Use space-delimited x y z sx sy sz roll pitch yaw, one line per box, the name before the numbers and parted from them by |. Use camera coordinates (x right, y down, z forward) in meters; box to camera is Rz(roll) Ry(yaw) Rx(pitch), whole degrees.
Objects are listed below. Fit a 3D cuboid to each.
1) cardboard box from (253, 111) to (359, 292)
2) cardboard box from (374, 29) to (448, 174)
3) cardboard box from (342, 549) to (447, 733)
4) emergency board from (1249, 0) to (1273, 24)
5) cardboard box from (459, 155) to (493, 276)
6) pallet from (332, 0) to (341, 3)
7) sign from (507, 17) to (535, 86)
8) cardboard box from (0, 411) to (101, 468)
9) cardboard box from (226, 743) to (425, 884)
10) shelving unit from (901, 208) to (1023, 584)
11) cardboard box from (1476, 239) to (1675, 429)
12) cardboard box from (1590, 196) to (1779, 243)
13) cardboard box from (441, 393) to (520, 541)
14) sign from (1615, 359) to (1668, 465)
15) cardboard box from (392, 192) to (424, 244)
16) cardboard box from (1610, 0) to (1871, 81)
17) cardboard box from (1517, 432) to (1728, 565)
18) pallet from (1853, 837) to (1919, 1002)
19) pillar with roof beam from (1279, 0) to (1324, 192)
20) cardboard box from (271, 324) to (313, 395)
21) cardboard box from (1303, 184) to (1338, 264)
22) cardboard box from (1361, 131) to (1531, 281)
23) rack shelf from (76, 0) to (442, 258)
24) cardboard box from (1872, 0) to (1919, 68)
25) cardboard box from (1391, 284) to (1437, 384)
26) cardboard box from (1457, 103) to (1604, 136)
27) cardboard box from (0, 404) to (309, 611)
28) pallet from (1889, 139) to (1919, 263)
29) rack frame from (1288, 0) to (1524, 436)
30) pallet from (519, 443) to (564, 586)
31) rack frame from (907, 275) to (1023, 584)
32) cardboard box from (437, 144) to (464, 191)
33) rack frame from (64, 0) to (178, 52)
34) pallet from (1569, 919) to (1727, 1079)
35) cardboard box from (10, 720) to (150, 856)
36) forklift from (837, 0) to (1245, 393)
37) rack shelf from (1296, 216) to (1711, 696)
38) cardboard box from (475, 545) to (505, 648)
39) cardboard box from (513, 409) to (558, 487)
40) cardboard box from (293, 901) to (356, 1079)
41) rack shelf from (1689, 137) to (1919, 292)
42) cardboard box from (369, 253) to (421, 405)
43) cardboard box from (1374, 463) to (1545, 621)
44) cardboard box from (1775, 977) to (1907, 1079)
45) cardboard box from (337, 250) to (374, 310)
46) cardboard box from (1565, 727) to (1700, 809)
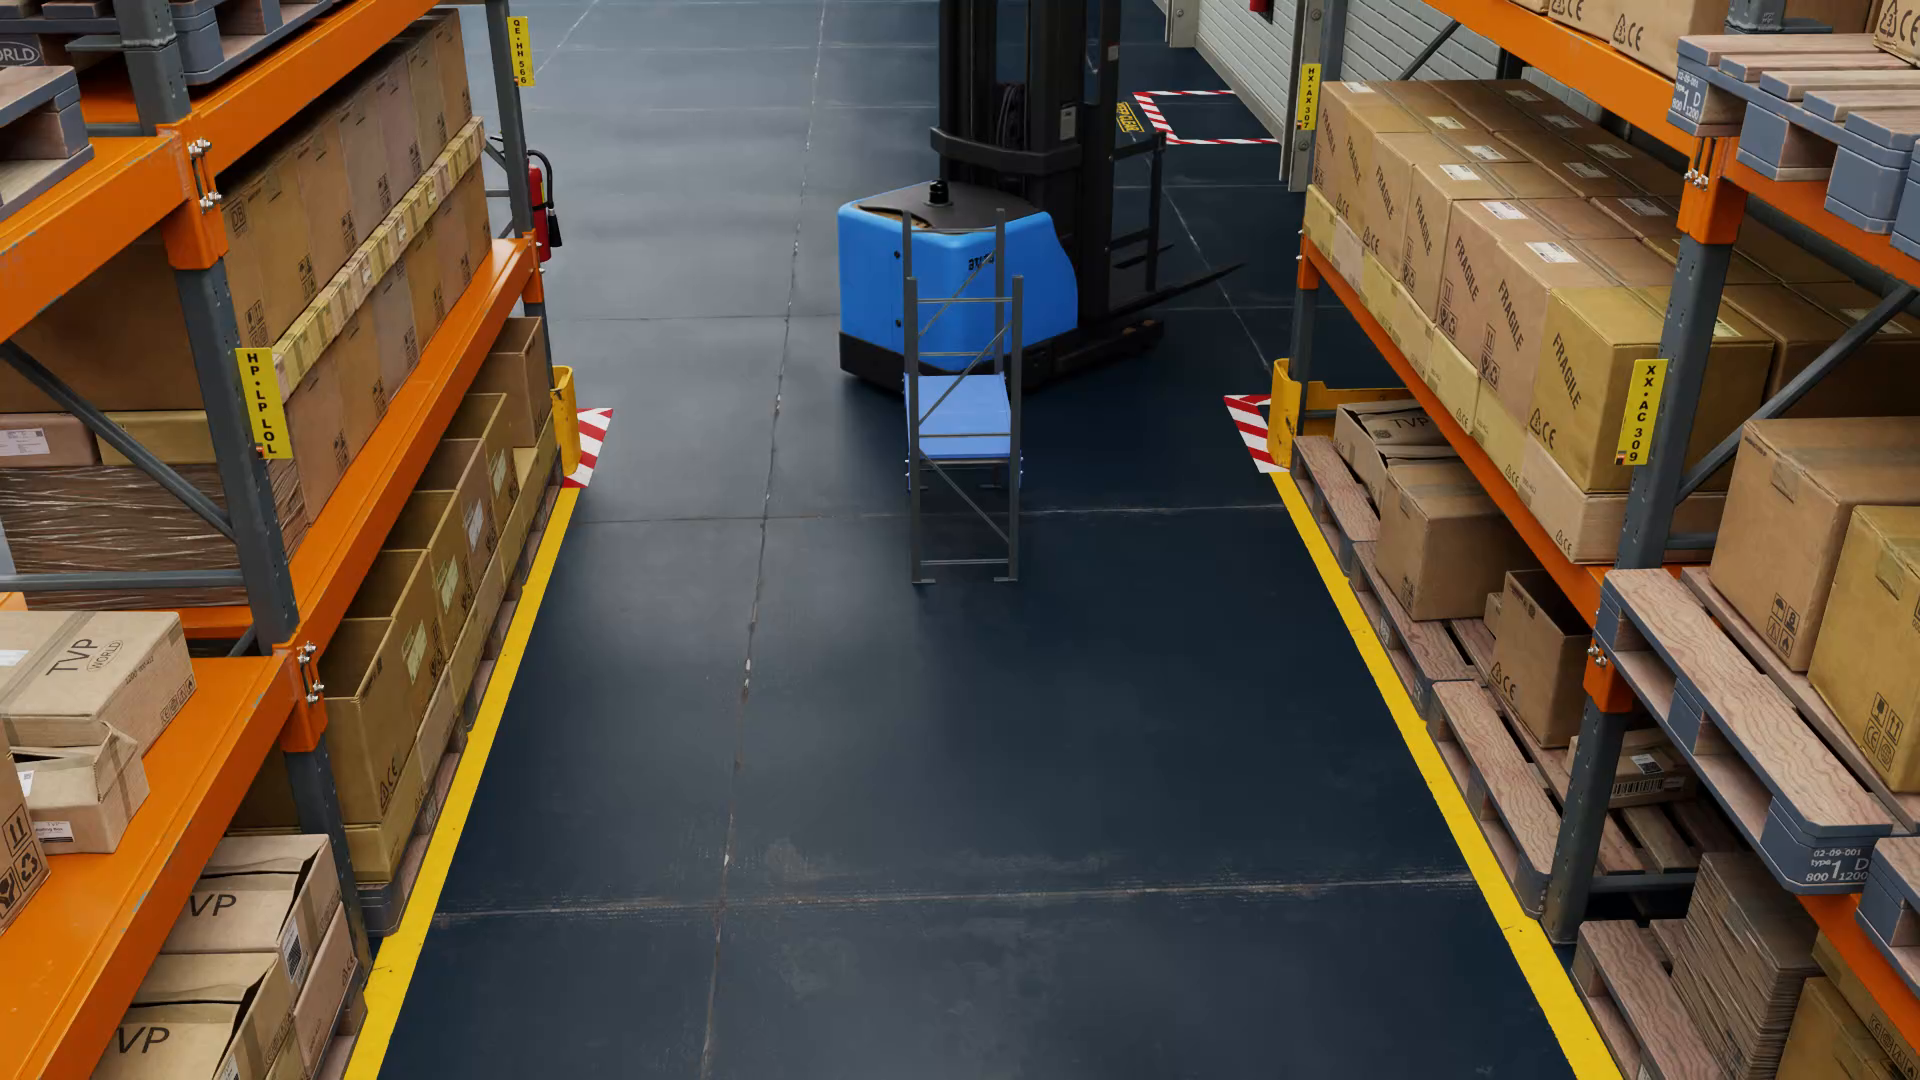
cardboard box | -2.532 -1.165 5.729 0.700 0.500 0.500 -1 28 -3
cardboard box | -2.611 -1.860 7.061 0.700 0.500 0.500 -2 28 -4
cardboard box | -2.195 0.372 6.001 0.500 0.500 0.500 -1 28 -3
emergency board | 2.785 -5.455 15.465 0.194 1.169 0.643 -1 28 -3
cardboard box | -2.646 -1.551 7.873 0.700 0.500 0.500 -1 28 -3
pallet | -2.580 -2.122 5.927 1.003 0.211 1.213 -1 28 -3
sign | -2.115 -2.348 8.000 0.100 0.325 0.005 -1 28 -3
cardboard box | -2.677 -0.328 4.826 0.380 0.149 0.250 -1 28 -3
cardboard box | -2.170 0.936 5.732 0.500 0.250 0.500 -1 28 -3
shelving unit | -0.004 -0.704 7.979 0.538 1.500 1.048 -1 28 -3
cardboard box | 2.132 -0.713 5.703 0.500 0.500 0.500 -2 28 -3
cardboard box | 2.638 -0.963 6.183 0.500 0.500 0.500 -1 28 -1
cardboard box | -2.266 -0.321 7.329 0.500 0.500 0.500 -1 28 -3
sign | 1.956 -0.364 4.769 0.100 0.325 0.005 -1 28 -3
cardboard box | -2.379 -1.285 6.661 0.380 0.149 0.250 -1 28 -1
cardboard box | 2.224 -1.609 4.717 0.500 0.500 0.500 -1 28 -1
cardboard box | 2.170 -0.151 5.436 0.500 0.250 0.500 -1 28 -3
pallet | 2.562 1.022 3.254 1.003 0.211 1.213 -1 28 -3
pillar with roof beam | -1.423 -6.869 11.689 9.100 9.000 0.400 -1 28 -3
cardboard box | -2.298 -0.572 5.293 0.380 0.149 0.250 -2 28 -4
cardboard box | 1.997 -1.554 8.126 0.500 0.250 0.500 -2 28 -4
cardboard box | 2.050 -1.424 7.067 0.500 0.500 0.500 -2 28 -4
rack shelf | -2.553 -1.810 6.012 1.077 0.370 4.000 -1 28 -3
cardboard box | 2.446 -1.303 3.699 0.500 0.500 0.500 2 28 5
cardboard box | 2.083 -0.845 6.768 0.500 0.250 0.500 -1 28 -2
cardboard box | 2.542 -1.674 7.546 0.500 0.500 0.500 -1 28 -2
cardboard box | -2.478 -0.125 5.138 0.700 0.500 0.500 -2 28 -4
pallet | 2.481 -0.477 2.881 1.213 0.211 1.003 -1 28 -3
rack frame | 2.289 -1.844 8.543 1.000 3.000 0.127 -1 28 -3
pallet | -2.576 -0.135 8.280 1.003 0.211 1.213 -1 28 -3
rack frame | 0.022 -0.470 7.529 0.500 1.500 0.032 -1 28 -3
cardboard box | -2.419 -1.644 7.349 0.380 0.149 0.250 -2 28 -3
rack frame | -2.449 -2.536 3.381 1.000 3.000 0.127 -1 28 -3
pallet | 2.540 1.599 4.956 1.003 0.211 1.213 -1 28 -3
cardboard box | -2.220 0.585 4.029 0.396 0.266 0.258 -2 28 -4
forklift | 0.661 -2.622 10.108 1.130 2.935 3.031 24 36 38
rack shelf | 2.393 -0.602 6.938 1.077 0.370 4.000 -1 28 -3
cardboard box | -2.244 0.243 7.060 0.500 0.250 0.500 -1 28 -3
cardboard box | -2.335 -0.450 8.388 0.500 0.250 0.500 -1 28 -3
cardboard box | -2.138 1.342 4.953 0.500 0.250 0.500 -2 28 -3
rack shelf | 2.602 -0.085 2.703 1.077 0.370 4.000 -1 28 -3
cardboard box | -2.563 -0.837 6.502 0.700 0.500 0.500 -1 28 -1
cardboard box | 2.253 -0.006 7.245 0.700 0.500 0.500 -3 28 -6
cardboard box | 2.630 1.493 4.371 0.700 0.500 0.500 -2 28 -4
cardboard box | -2.341 -0.932 5.983 0.380 0.149 0.250 -2 28 -4
cardboard box | 2.440 0.818 6.027 0.380 0.166 0.250 -5 28 -9
